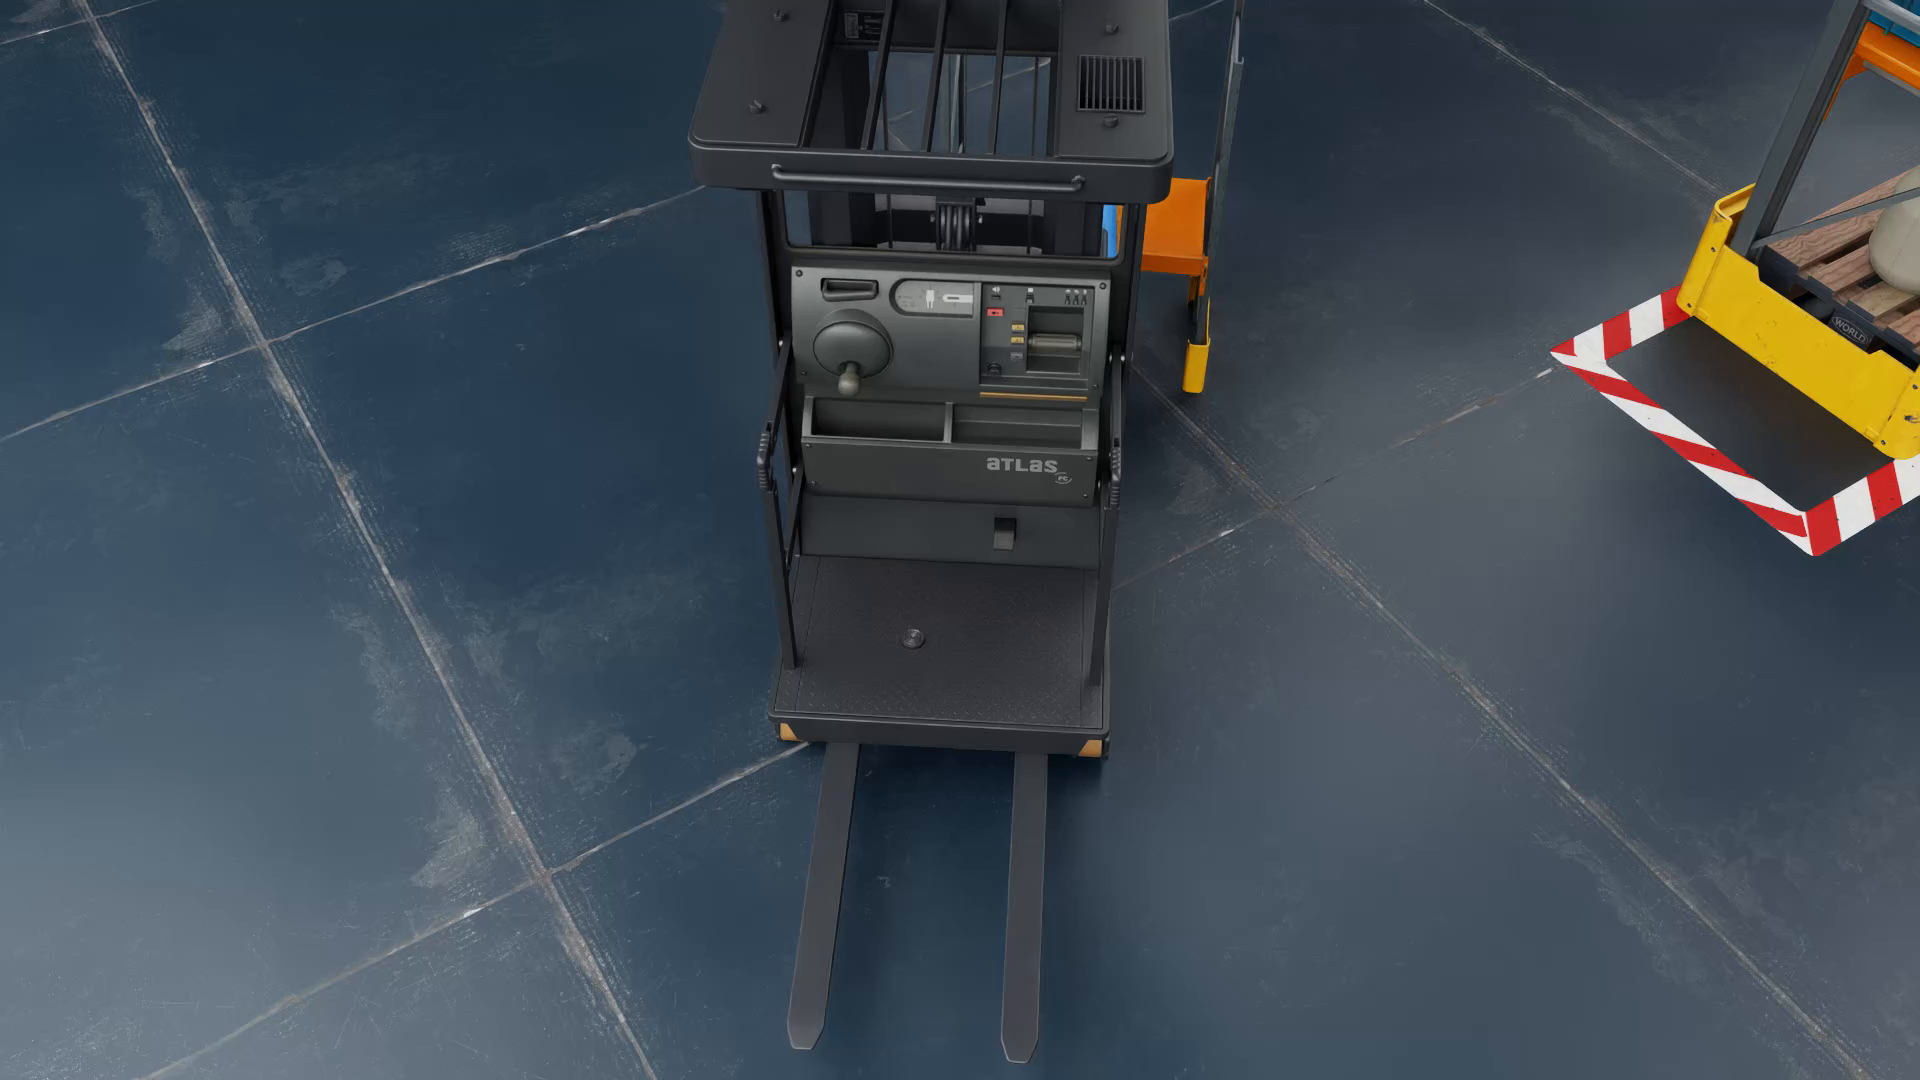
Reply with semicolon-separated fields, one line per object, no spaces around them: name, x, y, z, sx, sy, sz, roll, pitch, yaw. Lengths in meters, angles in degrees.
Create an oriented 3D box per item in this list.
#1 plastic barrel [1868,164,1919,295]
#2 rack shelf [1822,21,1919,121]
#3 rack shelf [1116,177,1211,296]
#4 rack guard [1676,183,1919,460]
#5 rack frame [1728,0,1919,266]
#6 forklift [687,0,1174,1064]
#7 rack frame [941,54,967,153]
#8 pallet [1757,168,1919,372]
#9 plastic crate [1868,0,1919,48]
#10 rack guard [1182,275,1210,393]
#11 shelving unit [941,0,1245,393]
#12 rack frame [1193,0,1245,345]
plastic barrel;3.992;-1.294;6.779;0.421;0.512;0.421;0;48;0
rack shelf;5.168;-2.229;6.708;4.000;0.370;1.077;-25;53;-21
rack shelf;0.483;-1.248;6.598;1.000;0.185;0.538;6;49;5
rack guard;3.516;-0.900;6.717;0.348;0.500;1.175;-25;53;-21
rack frame;3.476;-1.672;5.730;0.127;3.000;1.000;-25;53;-21
forklift;-0.041;-0.508;4.740;1.130;2.935;3.031;3;48;2
rack frame;-0.021;-1.417;6.508;0.032;1.500;0.500;6;49;5
pallet;4.205;-1.125;7.110;1.213;0.211;1.003;-25;53;-21
plastic crate;3.740;-2.011;6.132;0.616;0.251;0.499;-25;53;-21
rack guard;0.986;-0.903;6.887;0.087;0.250;0.587;6;49;5
shelving unit;0.492;-1.367;6.463;1.083;1.500;0.587;6;49;5
rack frame;0.987;-1.318;6.420;0.032;1.500;0.500;6;49;5
